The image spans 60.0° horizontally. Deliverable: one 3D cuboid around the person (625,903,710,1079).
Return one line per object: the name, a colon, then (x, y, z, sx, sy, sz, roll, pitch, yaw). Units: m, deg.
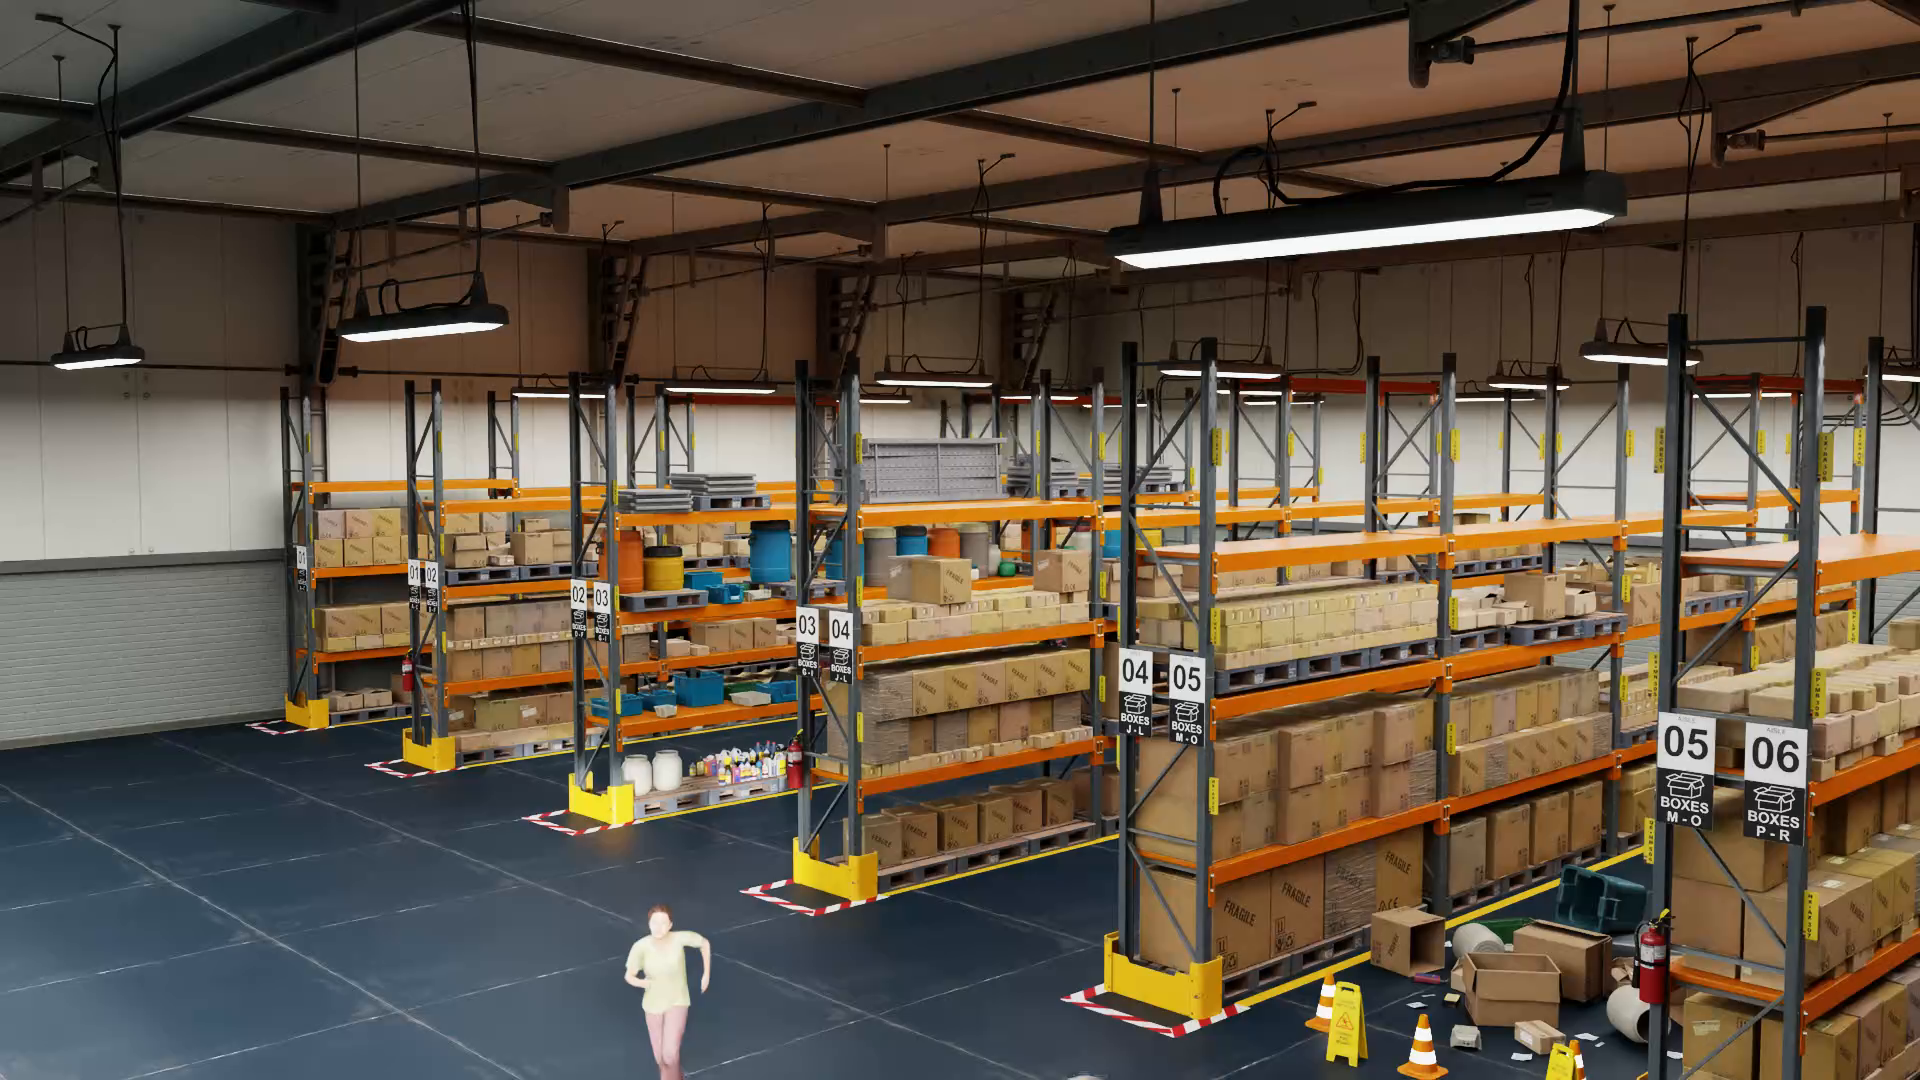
person: (-2.201, 3.526, 12.519, 0.604, 1.651, 0.780, 0, 4, -1)

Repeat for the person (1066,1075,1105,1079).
person: (0.690, 3.748, 9.163, 0.575, 1.753, 0.850, 0, 4, 7)
